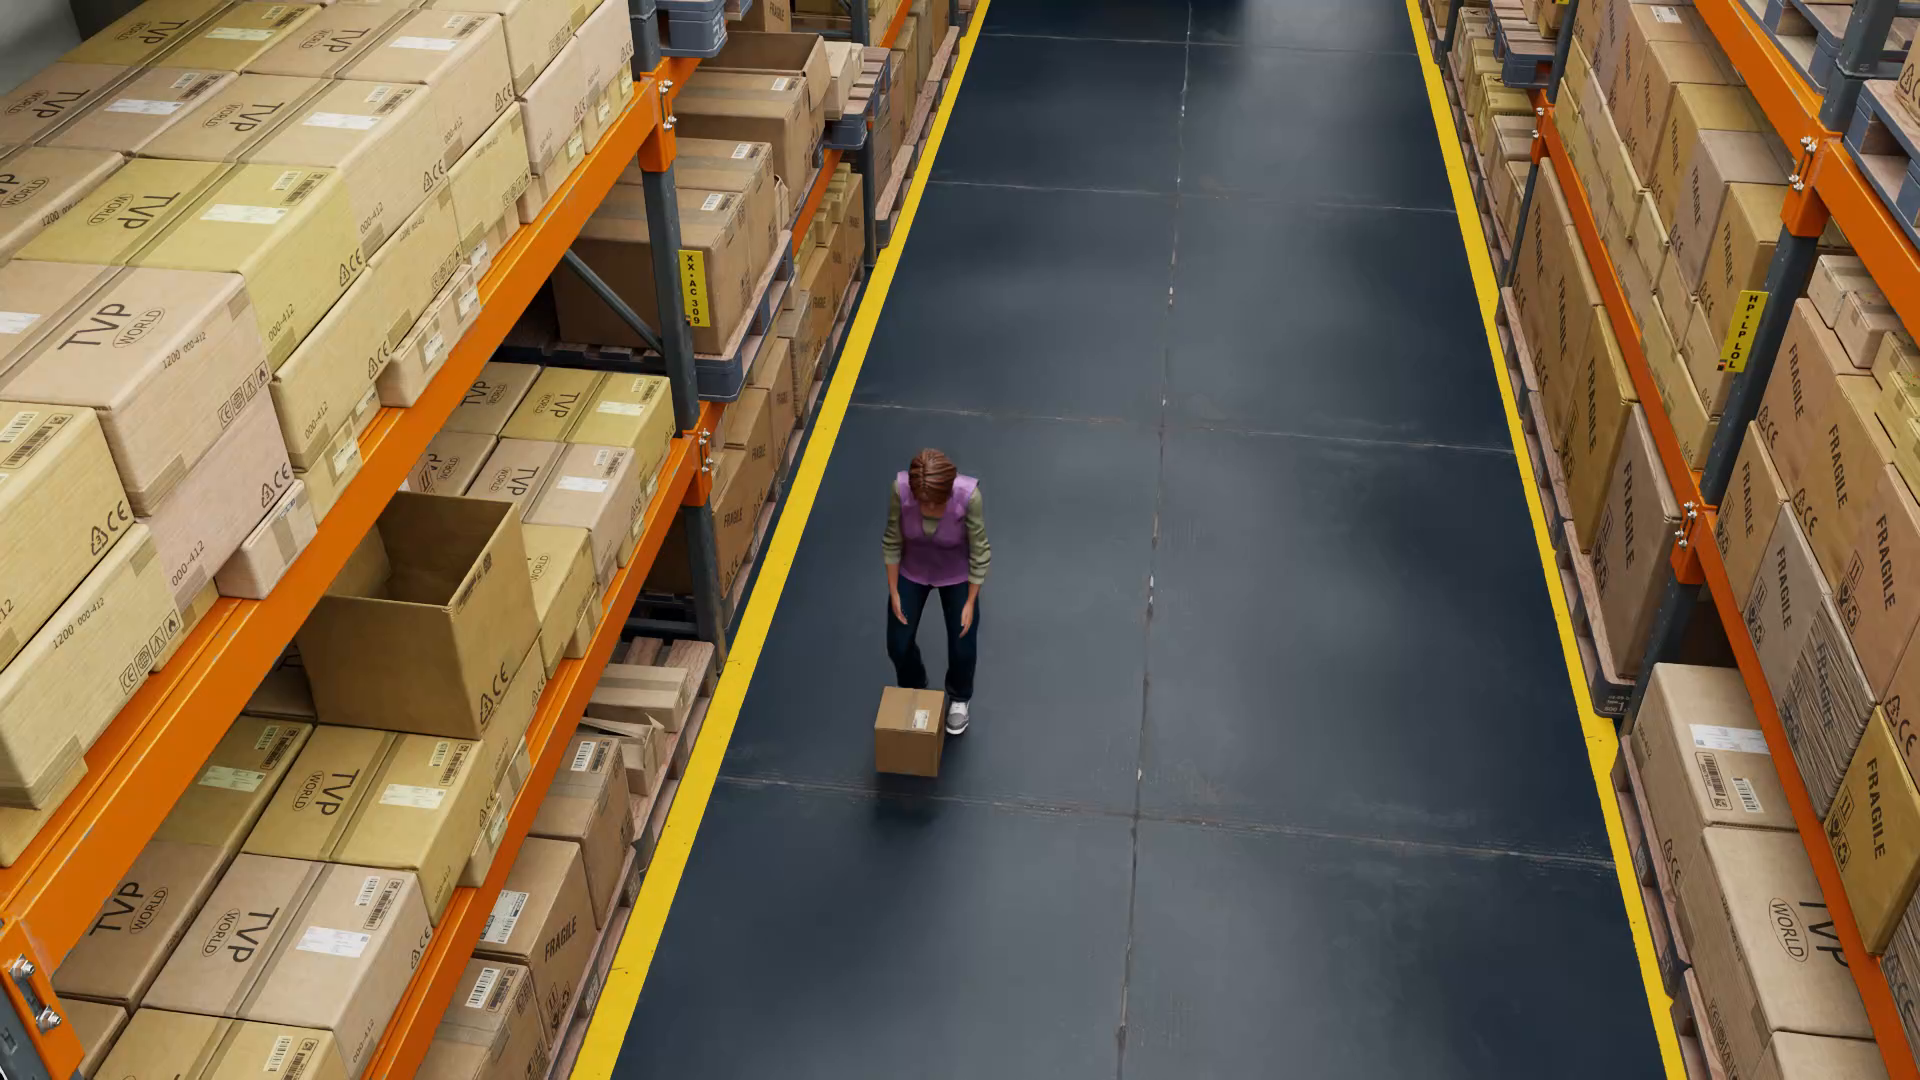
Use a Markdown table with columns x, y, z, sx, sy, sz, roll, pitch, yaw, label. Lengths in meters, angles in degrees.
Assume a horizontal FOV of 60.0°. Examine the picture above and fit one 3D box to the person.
| x | y | z | sx | sy | sz | roll | pitch | yaw | label |
| --- | --- | --- | --- | --- | --- | --- | --- | --- | --- |
| -0.088 | 0.188 | 6.898 | 0.447 | 1.482 | 0.496 | 7 | 37 | 9 | person |
